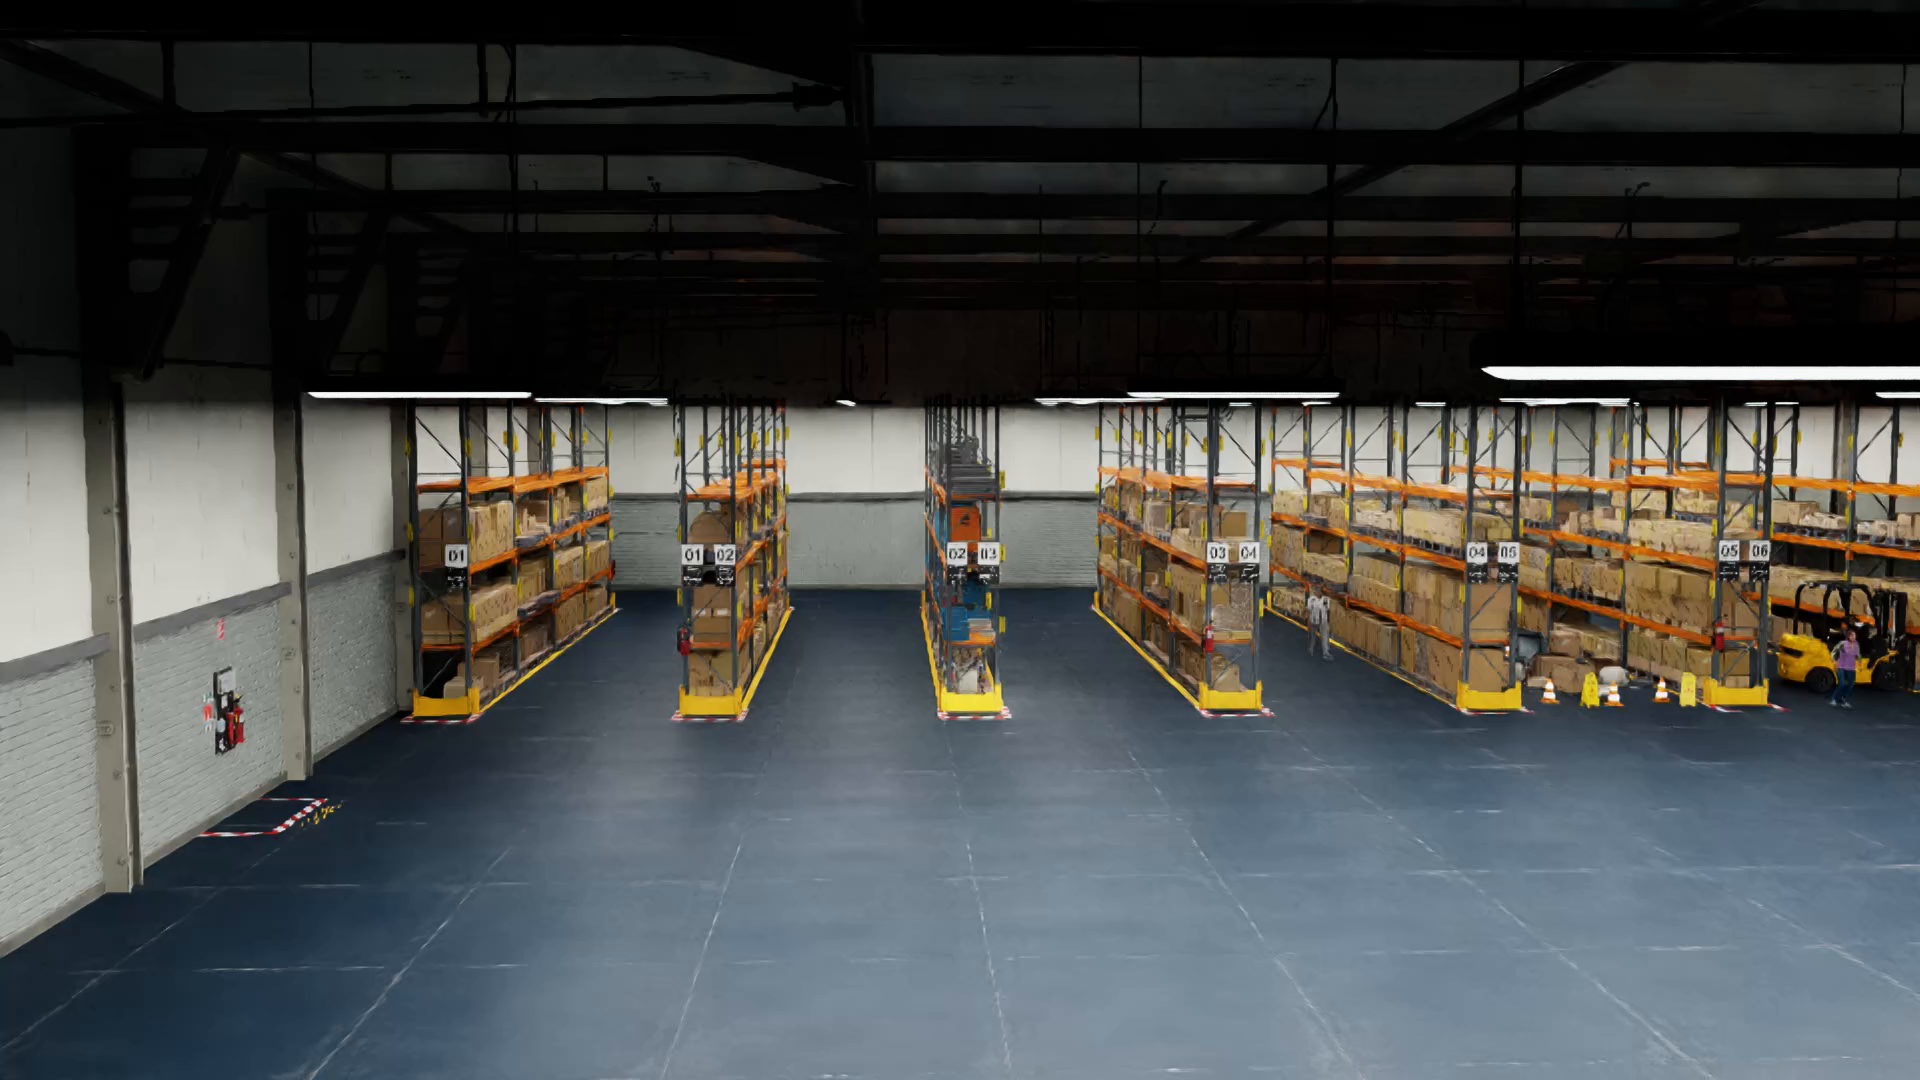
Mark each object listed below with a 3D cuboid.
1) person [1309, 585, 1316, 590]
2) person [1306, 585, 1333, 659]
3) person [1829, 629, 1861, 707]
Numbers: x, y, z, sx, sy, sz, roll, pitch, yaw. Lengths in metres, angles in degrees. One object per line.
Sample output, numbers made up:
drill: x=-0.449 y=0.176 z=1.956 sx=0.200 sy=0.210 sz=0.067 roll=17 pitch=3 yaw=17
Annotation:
person: x=10.385 y=0.978 z=48.807 sx=0.541 sy=1.780 sz=0.639 roll=-1 pitch=5 yaw=-13
person: x=8.219 y=1.847 z=38.176 sx=0.542 sy=1.661 sz=1.126 roll=0 pitch=5 yaw=0
person: x=16.944 y=2.448 z=31.836 sx=0.566 sy=1.535 sz=0.519 roll=0 pitch=5 yaw=-4
